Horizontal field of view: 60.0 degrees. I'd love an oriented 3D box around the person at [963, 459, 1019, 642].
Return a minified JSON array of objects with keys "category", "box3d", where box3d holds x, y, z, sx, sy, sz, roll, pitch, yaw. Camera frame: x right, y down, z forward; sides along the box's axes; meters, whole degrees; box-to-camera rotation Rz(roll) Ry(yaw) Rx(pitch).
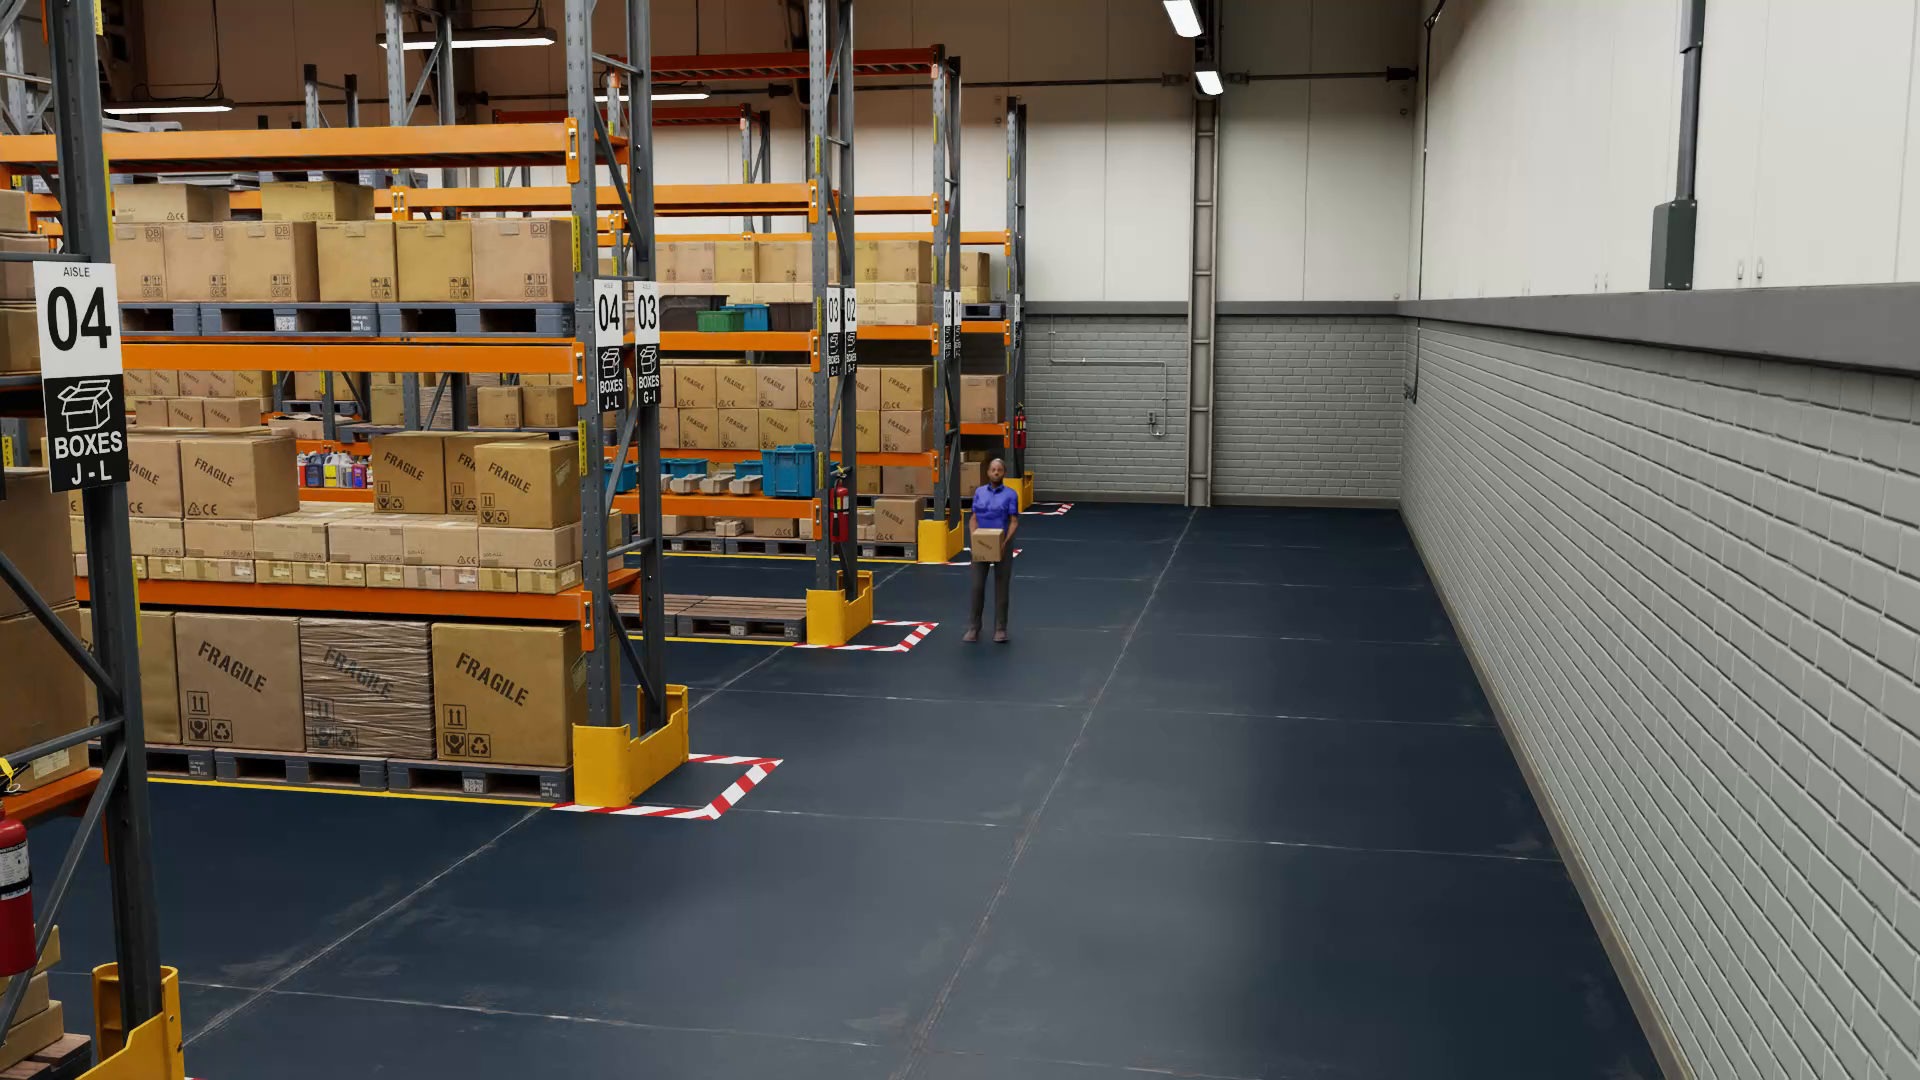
[{"category":"person","box3d":[0.288,0.097,15.151,0.488,1.658,0.488,2,8,11]}]
